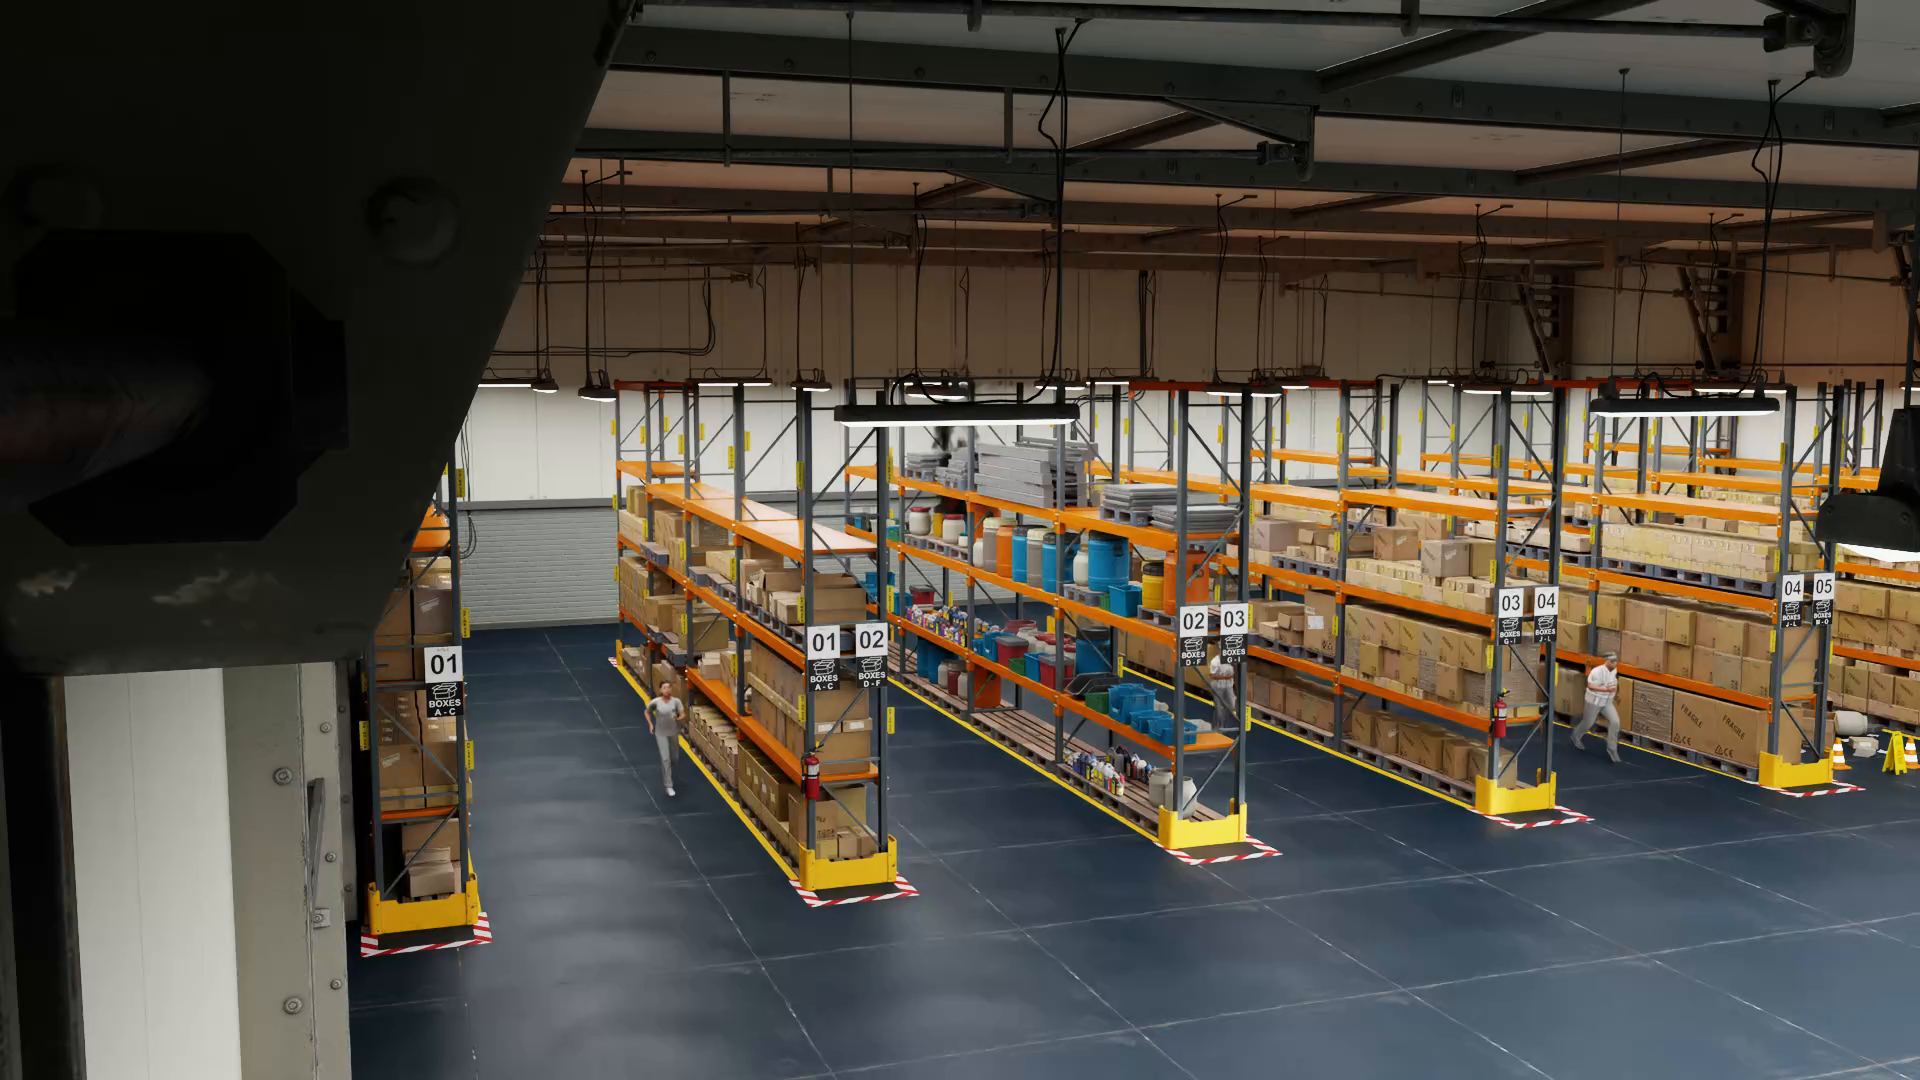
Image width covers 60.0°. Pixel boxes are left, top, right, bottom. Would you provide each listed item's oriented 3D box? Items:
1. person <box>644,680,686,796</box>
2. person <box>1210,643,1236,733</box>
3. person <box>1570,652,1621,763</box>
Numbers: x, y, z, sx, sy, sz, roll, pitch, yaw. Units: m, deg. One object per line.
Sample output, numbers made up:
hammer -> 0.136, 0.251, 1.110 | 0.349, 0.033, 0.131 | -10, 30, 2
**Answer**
person -> -4.350, 2.888, 24.632 | 0.571, 1.640, 0.958 | -3, 7, -23
person -> 4.507, 2.505, 28.278 | 0.610, 1.644, 0.759 | -2, 6, -18
person -> 10.283, 2.642, 26.866 | 0.658, 1.798, 1.015 | -2, 6, -19
